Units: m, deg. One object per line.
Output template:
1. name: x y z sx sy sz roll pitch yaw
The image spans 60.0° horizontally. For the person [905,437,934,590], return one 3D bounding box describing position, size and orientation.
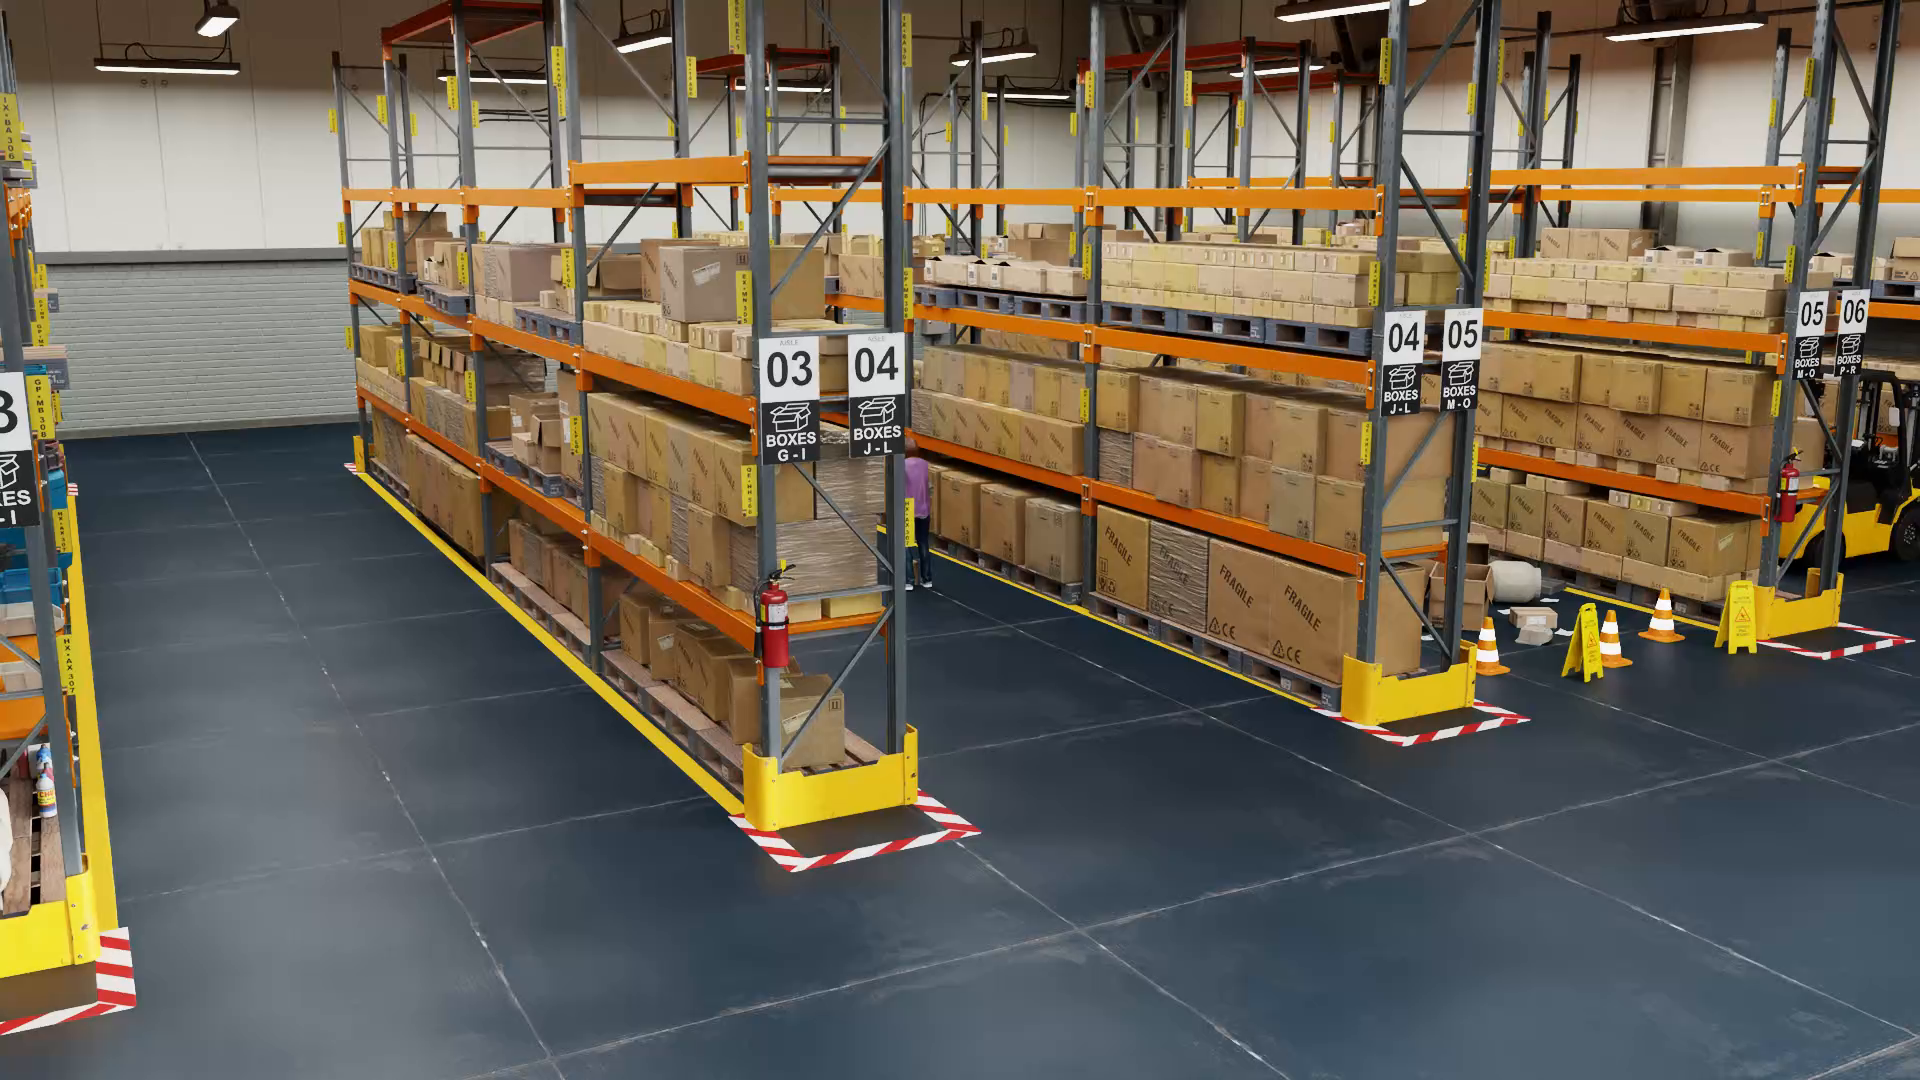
1. person: -0.489 -0.272 17.275 0.461 1.593 0.343 -6 13 -27
